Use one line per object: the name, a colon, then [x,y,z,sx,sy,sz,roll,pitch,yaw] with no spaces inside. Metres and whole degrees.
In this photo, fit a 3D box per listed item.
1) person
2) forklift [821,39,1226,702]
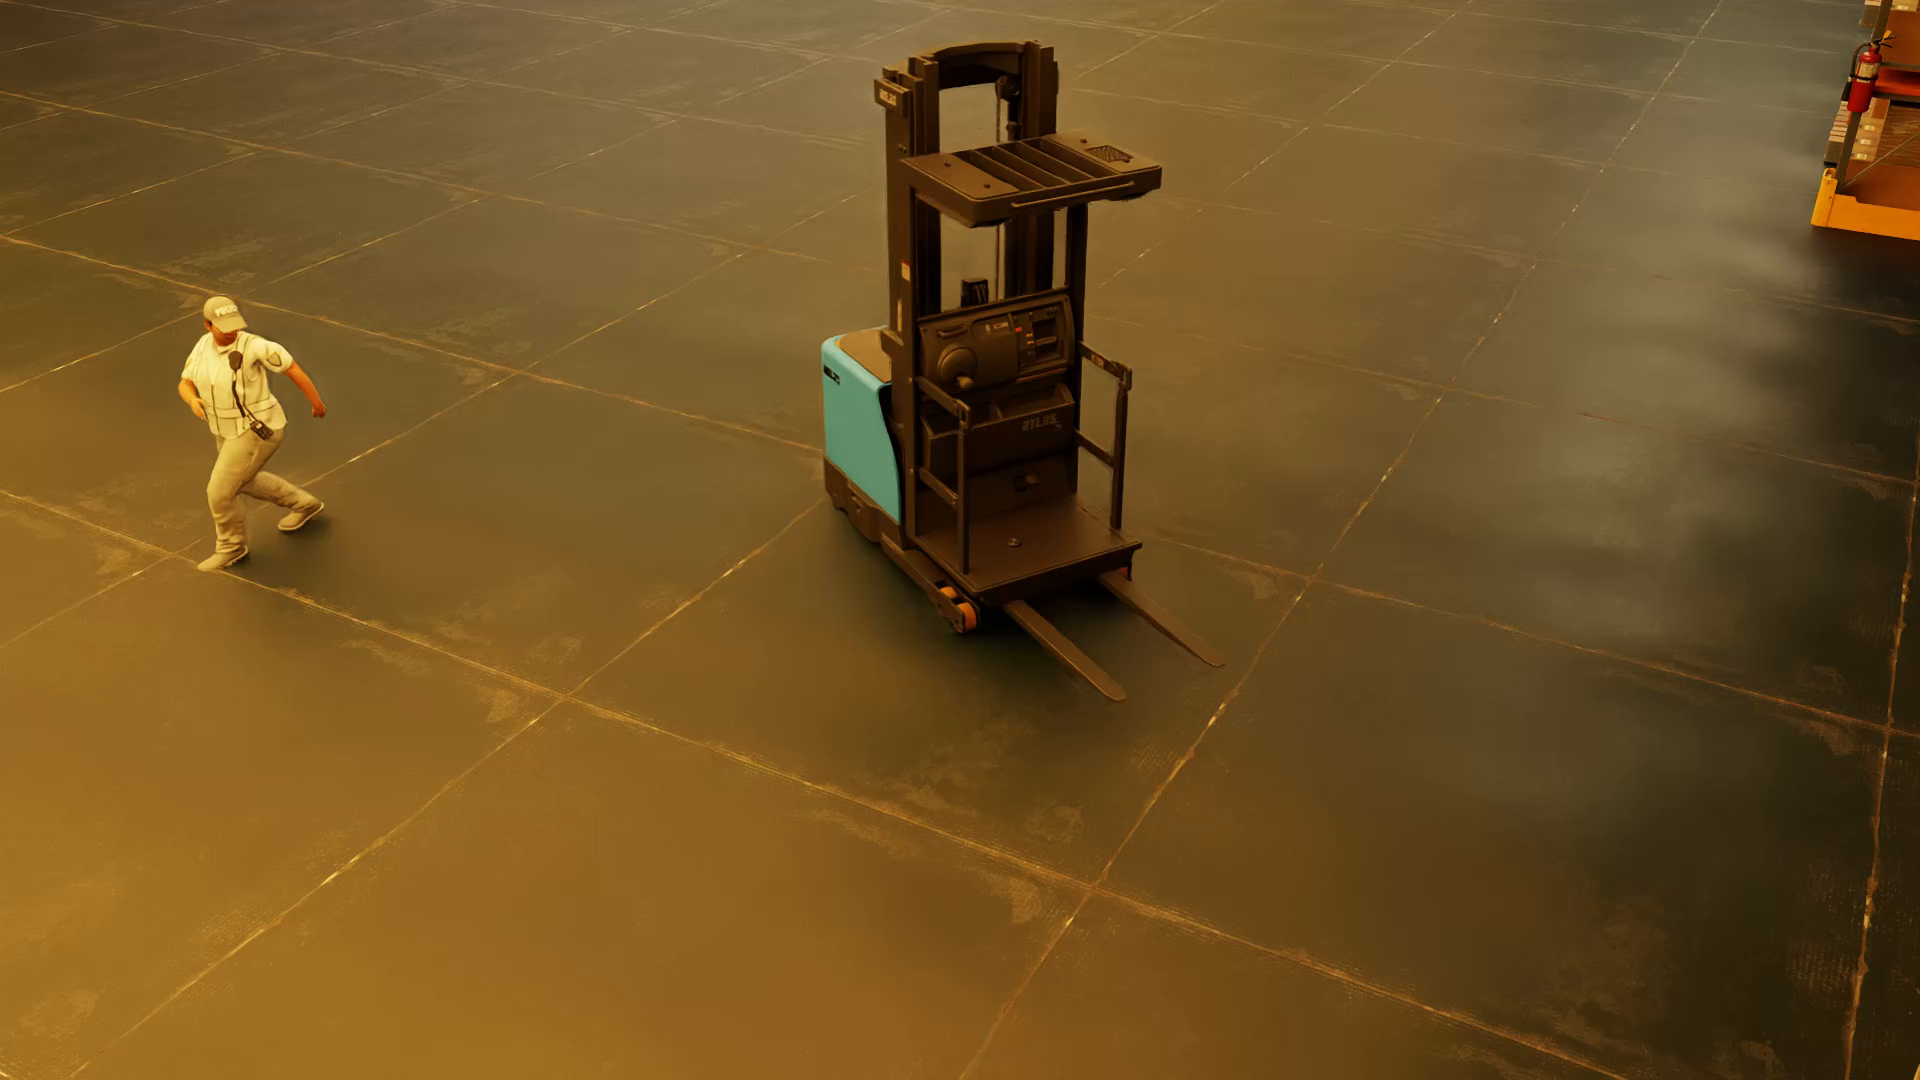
person: [-4.138,-0.650,9.585,0.504,1.593,0.883,21,36,32]
forklift: [0.317,-1.022,8.841,1.130,2.935,3.031,-16,34,-25]
